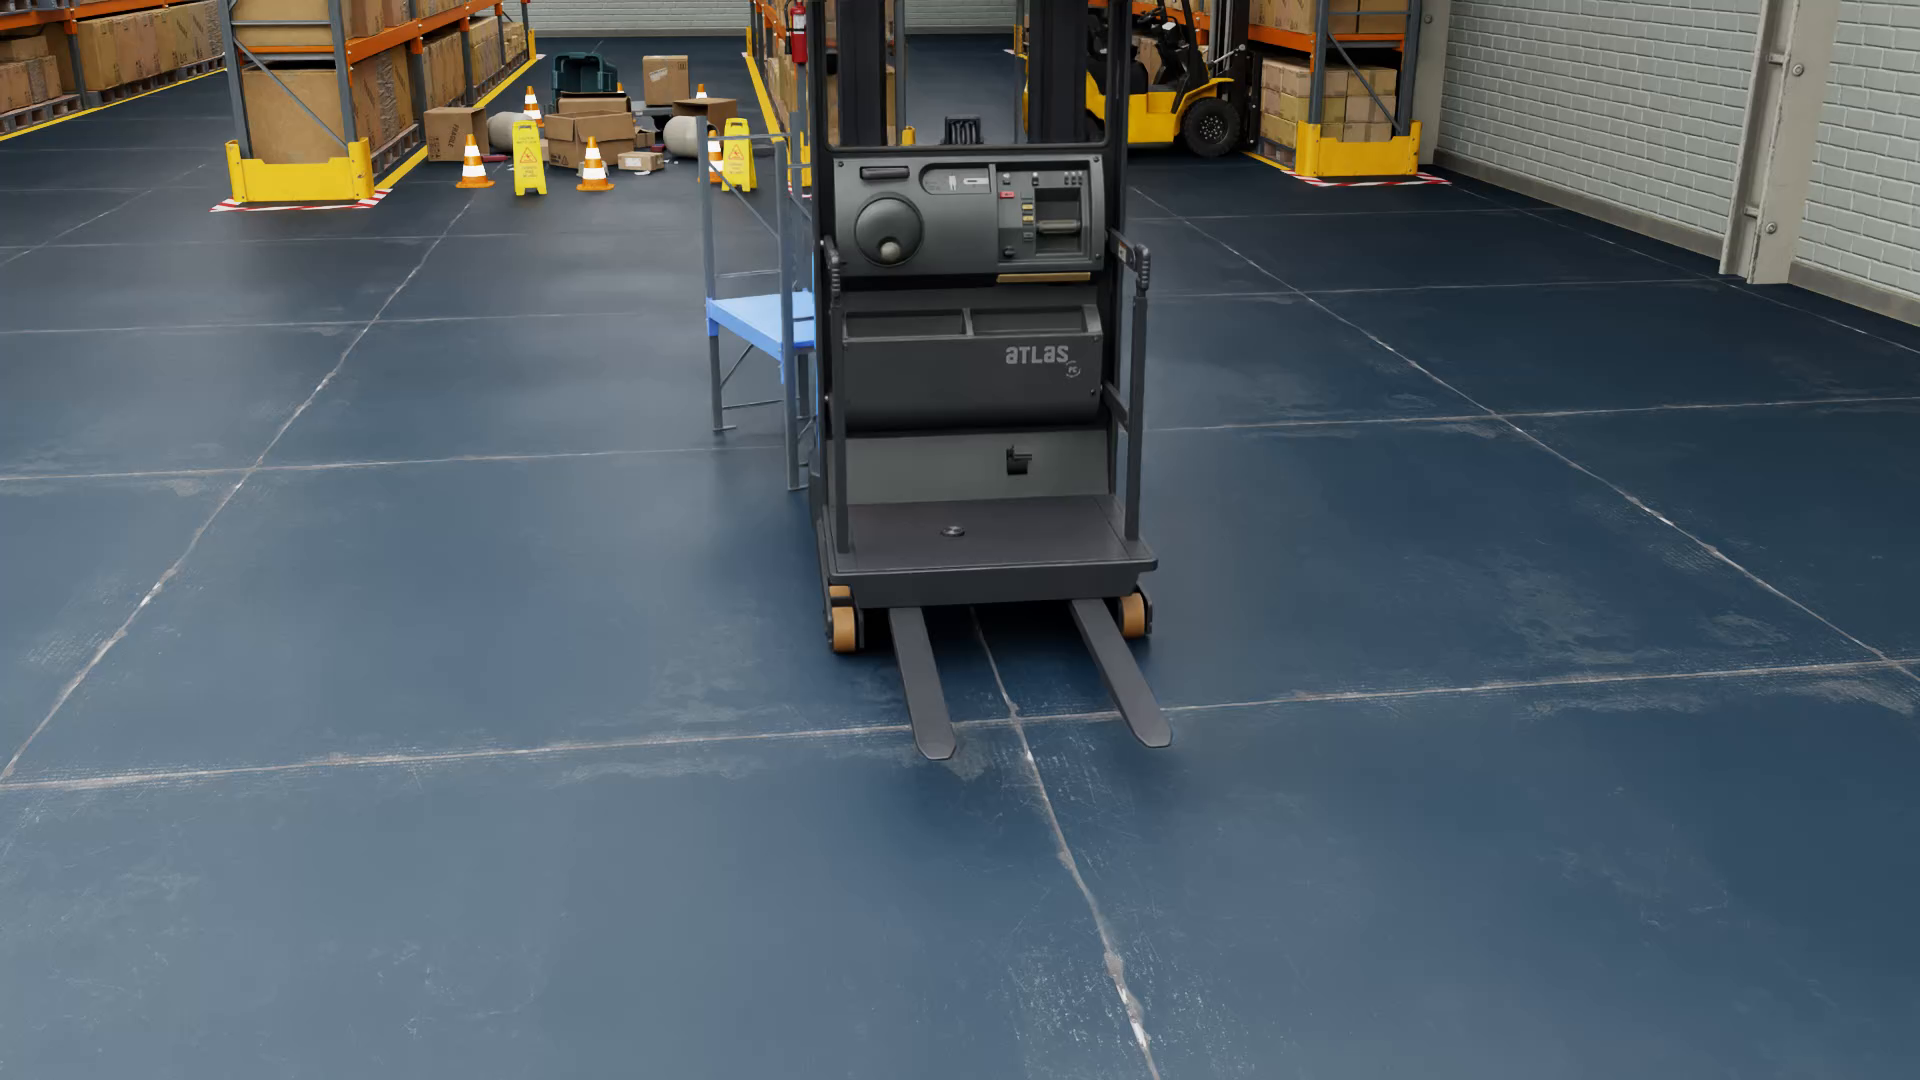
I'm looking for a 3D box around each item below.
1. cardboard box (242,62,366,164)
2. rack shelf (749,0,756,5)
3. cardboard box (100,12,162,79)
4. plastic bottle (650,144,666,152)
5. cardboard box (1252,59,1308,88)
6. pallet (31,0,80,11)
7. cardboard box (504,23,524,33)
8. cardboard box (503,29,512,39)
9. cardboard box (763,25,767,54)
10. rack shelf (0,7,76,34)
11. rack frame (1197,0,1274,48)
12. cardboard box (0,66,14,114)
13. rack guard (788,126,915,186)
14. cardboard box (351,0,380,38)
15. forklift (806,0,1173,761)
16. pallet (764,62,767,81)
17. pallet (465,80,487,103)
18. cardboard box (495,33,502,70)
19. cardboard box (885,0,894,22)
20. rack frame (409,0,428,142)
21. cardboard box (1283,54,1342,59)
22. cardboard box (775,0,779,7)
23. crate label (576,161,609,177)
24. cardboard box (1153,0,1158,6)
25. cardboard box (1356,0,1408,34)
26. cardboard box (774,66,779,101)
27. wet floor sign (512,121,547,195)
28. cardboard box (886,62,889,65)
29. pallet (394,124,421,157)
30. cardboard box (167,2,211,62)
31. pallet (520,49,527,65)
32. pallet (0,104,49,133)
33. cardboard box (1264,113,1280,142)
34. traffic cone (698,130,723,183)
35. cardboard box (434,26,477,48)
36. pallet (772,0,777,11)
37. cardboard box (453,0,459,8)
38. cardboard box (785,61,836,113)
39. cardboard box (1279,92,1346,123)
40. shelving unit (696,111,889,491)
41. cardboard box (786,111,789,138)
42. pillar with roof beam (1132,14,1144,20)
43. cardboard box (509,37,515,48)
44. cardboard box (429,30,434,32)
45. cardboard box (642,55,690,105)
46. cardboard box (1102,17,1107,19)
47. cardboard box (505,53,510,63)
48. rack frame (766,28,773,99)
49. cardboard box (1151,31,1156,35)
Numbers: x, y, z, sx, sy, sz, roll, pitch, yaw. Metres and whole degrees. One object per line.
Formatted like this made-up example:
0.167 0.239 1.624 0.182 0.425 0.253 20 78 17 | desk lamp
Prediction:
-6.058 -3.927 15.381 0.875 0.875 0.875 -3 21 -7 | cardboard box
-3.029 -9.289 28.329 1.077 0.370 4.000 -3 21 -8 | rack shelf
-12.306 -7.106 23.890 1.225 0.875 0.875 -4 21 -10 | cardboard box
-3.258 -4.246 17.998 0.133 0.061 0.283 1 20 2 | plastic bottle
3.363 -4.902 17.455 0.500 0.250 0.500 -3 21 -7 | cardboard box
-11.763 -6.718 20.690 1.213 0.211 1.003 -3 21 -8 | pallet
-7.732 -8.831 28.696 0.380 0.149 0.250 -3 21 -9 | cardboard box
-7.552 -8.284 27.232 0.380 0.149 0.250 -2 21 -7 | cardboard box
-2.855 -8.463 28.150 0.875 0.438 0.875 -4 21 -9 | cardboard box
-11.683 -6.020 19.575 1.077 0.370 4.000 -3 21 -8 | rack shelf
3.324 -6.416 19.607 1.000 3.000 0.127 -3 21 -8 | rack frame
-11.593 -5.273 19.491 0.700 0.500 0.500 -5 21 -12 | cardboard box
-1.022 -3.635 15.733 1.175 0.500 0.348 -3 21 -8 | rack guard
-6.051 -5.081 15.818 0.875 0.550 0.550 -3 21 -8 | cardboard box
0.063 -1.112 5.505 1.130 2.935 3.031 -2 21 -7 | forklift
-2.555 -7.364 26.132 1.003 0.211 1.213 -3 21 -8 | pallet
-7.159 -6.229 23.092 1.003 0.211 1.213 -3 21 -8 | pallet
-7.269 -7.432 25.299 0.500 0.500 0.500 -3 21 -9 | cardboard box
-0.805 -5.143 15.632 0.500 0.500 0.500 -3 21 -9 | cardboard box
-6.472 -5.880 18.171 1.000 3.000 0.127 -3 21 -8 | rack frame
3.814 -5.108 18.006 0.500 0.250 0.500 -3 21 -9 | cardboard box
-1.800 -6.184 18.418 0.500 0.500 0.500 -3 21 -8 | cardboard box
-3.574 -3.617 16.206 0.250 0.136 0.298 -15 25 -35 | crate label
2.791 -7.032 21.472 0.500 0.250 0.500 -2 21 -6 | cardboard box
4.104 -5.263 16.378 0.500 0.500 0.500 -2 21 -6 | cardboard box
-1.875 -5.801 21.116 0.950 0.372 0.625 -2 21 -6 | cardboard box
-3.931 -3.482 15.115 0.267 0.644 0.232 -7 21 -17 | wet floor sign
-1.002 -4.696 17.259 0.500 0.500 0.500 -3 21 -7 | cardboard box
-6.439 -4.306 17.943 1.003 0.211 1.213 -3 21 -8 | pallet
-12.693 -8.180 26.766 0.875 0.875 0.875 -3 21 -8 | cardboard box
-8.108 -8.419 28.955 1.003 0.211 1.213 -3 21 -8 | pallet
-11.687 -5.051 19.938 1.003 0.211 1.213 -3 21 -8 | pallet
3.457 -4.259 17.162 0.500 0.250 0.500 -3 21 -8 | cardboard box
-2.350 -3.675 15.893 0.336 0.463 0.334 -3 21 -8 | traffic cone
-6.908 -6.892 22.784 0.500 0.250 0.500 -4 21 -10 | cardboard box
-1.838 -6.776 20.845 1.003 0.211 1.213 -3 21 -8 | pallet
-6.647 -6.996 21.018 0.500 0.500 0.500 -3 21 -8 | cardboard box
-1.529 -4.659 17.161 0.500 0.500 0.500 -3 21 -9 | cardboard box
3.521 -4.326 16.628 0.500 0.250 0.500 -3 21 -8 | cardboard box
-0.757 -1.121 7.573 0.538 1.500 1.048 -10 23 -25 | shelving unit
-1.542 -4.315 17.311 0.500 0.250 0.500 -4 21 -10 | cardboard box
-1.298 -12.065 26.159 9.100 9.000 0.400 -3 21 -8 | pillar with roof beam
-7.582 -8.238 27.534 0.380 0.149 0.250 -3 21 -8 | cardboard box
-7.406 -6.865 22.710 0.500 0.250 0.500 -3 21 -9 | cardboard box
-3.345 -5.248 18.970 0.500 0.500 0.500 -3 21 -8 | cardboard box
2.509 -8.402 26.971 0.380 0.149 0.250 -4 21 -10 | cardboard box
-7.359 -7.653 26.393 0.380 0.149 0.250 -4 21 -10 | cardboard box
-2.164 -7.549 22.641 1.000 3.000 0.127 -3 21 -8 | rack frame
2.980 -7.327 24.091 0.380 0.149 0.250 -2 21 -5 | cardboard box
